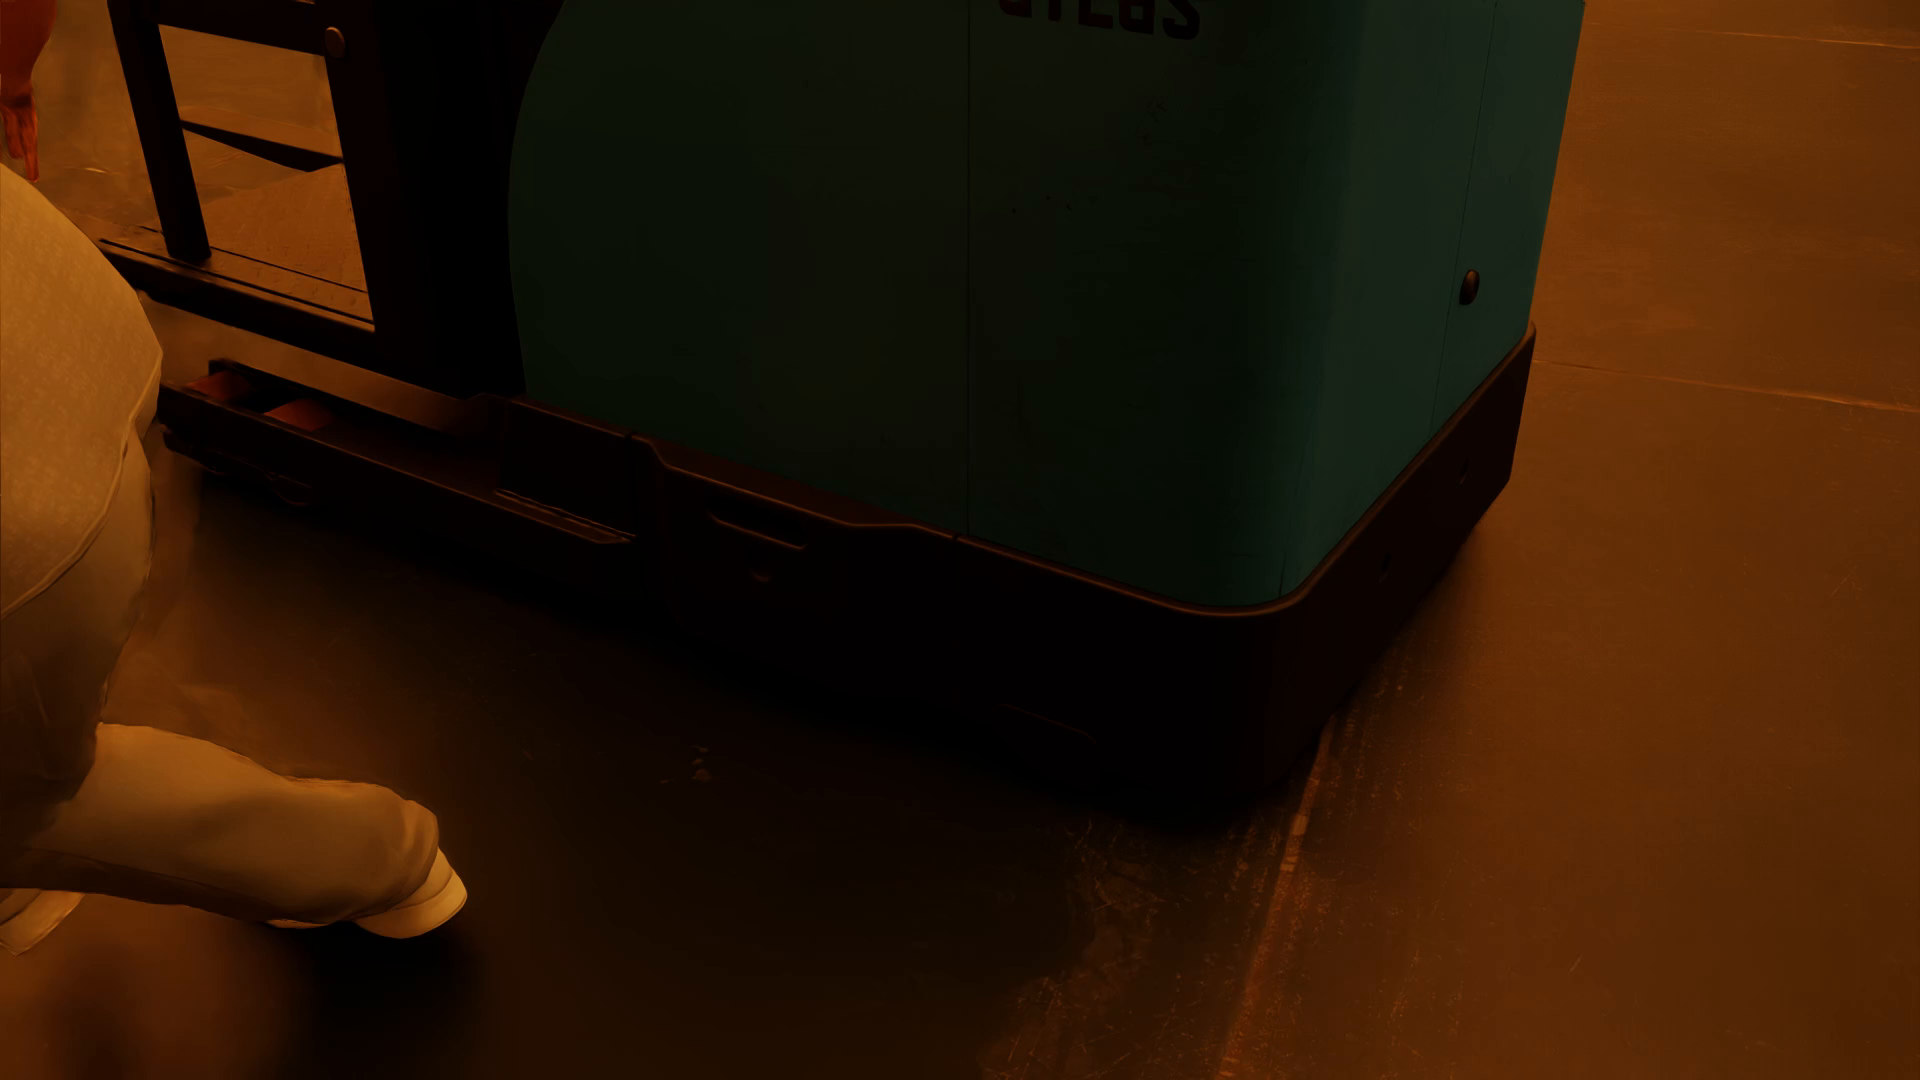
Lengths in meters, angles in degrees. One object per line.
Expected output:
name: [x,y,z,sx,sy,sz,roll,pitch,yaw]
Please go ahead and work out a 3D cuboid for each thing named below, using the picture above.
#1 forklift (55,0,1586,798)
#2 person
forklift: [-0.679,-1.526,2.219,3.031,2.935,1.130,18,34,28]
person: [-0.912,-0.089,1.185,0.804,1.437,0.869,2,30,4]
